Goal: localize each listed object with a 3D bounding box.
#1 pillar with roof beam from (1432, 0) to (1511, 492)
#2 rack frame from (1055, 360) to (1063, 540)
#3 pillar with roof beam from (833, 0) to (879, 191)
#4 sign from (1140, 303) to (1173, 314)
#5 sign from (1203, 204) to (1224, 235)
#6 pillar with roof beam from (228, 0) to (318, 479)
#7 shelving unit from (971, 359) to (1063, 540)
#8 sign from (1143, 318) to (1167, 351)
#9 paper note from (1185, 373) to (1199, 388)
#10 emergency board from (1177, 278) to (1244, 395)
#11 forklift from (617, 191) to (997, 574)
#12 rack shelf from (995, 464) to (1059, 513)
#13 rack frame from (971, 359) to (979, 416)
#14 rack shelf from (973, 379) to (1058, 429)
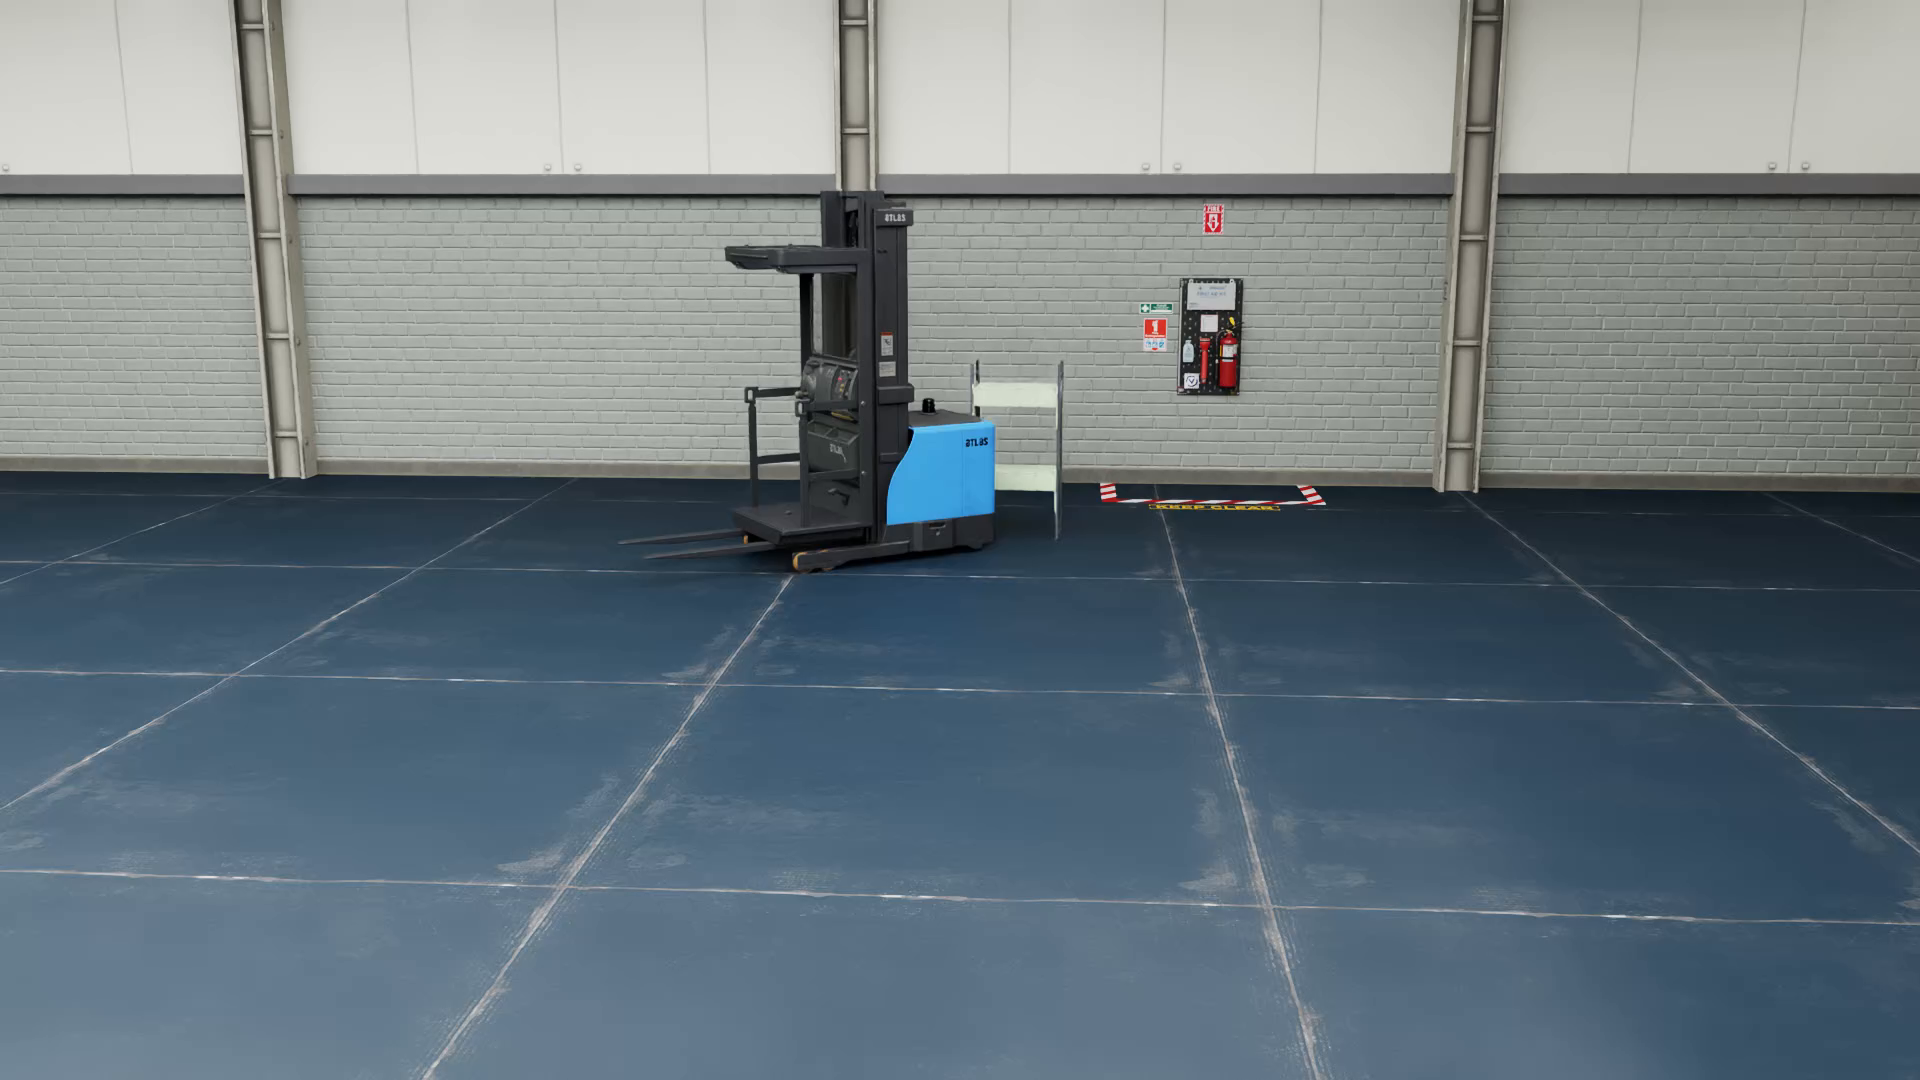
[{"bbox_3d":[4.683,-4.034,11.573,0.400,9.000,9.100,1,12,4],"label":"pillar with roof beam"},{"bbox_3d":[0.854,-0.776,14.317,0.023,1.500,0.400,2,12,8],"label":"rack frame"},{"bbox_3d":[-1.303,-4.116,11.965,0.400,9.000,9.100,1,12,4],"label":"pillar with roof beam"},{"bbox_3d":[1.967,-2.322,16.660,0.331,0.109,0.001,1,12,4],"label":"sign"},{"bbox_3d":[2.506,-3.173,16.451,0.199,0.298,0.001,1,12,4],"label":"sign"},{"bbox_3d":[-7.290,-4.198,12.358,0.400,9.000,9.100,1,12,4],"label":"pillar with roof beam"},{"bbox_3d":[0.492,-0.786,14.365,0.755,1.500,0.431,2,12,8],"label":"shelving unit"},{"bbox_3d":[1.963,-2.064,16.724,0.234,0.329,0.001,1,12,4],"label":"sign"},{"bbox_3d":[2.336,-1.604,16.759,0.142,0.148,0.016,1,12,4],"label":"paper note"},{"bbox_3d":[2.508,-2.018,16.590,0.643,1.169,0.194,1,12,4],"label":"emergency board"},{"bbox_3d":[-1.229,-1.295,13.300,3.031,2.935,1.130,-7,14,-29],"label":"forklift"},{"bbox_3d":[0.492,-0.467,14.432,0.720,0.370,0.431,2,12,8],"label":"rack shelf"},{"bbox_3d":[0.129,-0.796,14.413,0.023,1.500,0.400,2,12,8],"label":"rack frame"},{"bbox_3d":[0.492,-1.168,14.285,0.720,0.370,0.431,2,12,8],"label":"rack shelf"}]
